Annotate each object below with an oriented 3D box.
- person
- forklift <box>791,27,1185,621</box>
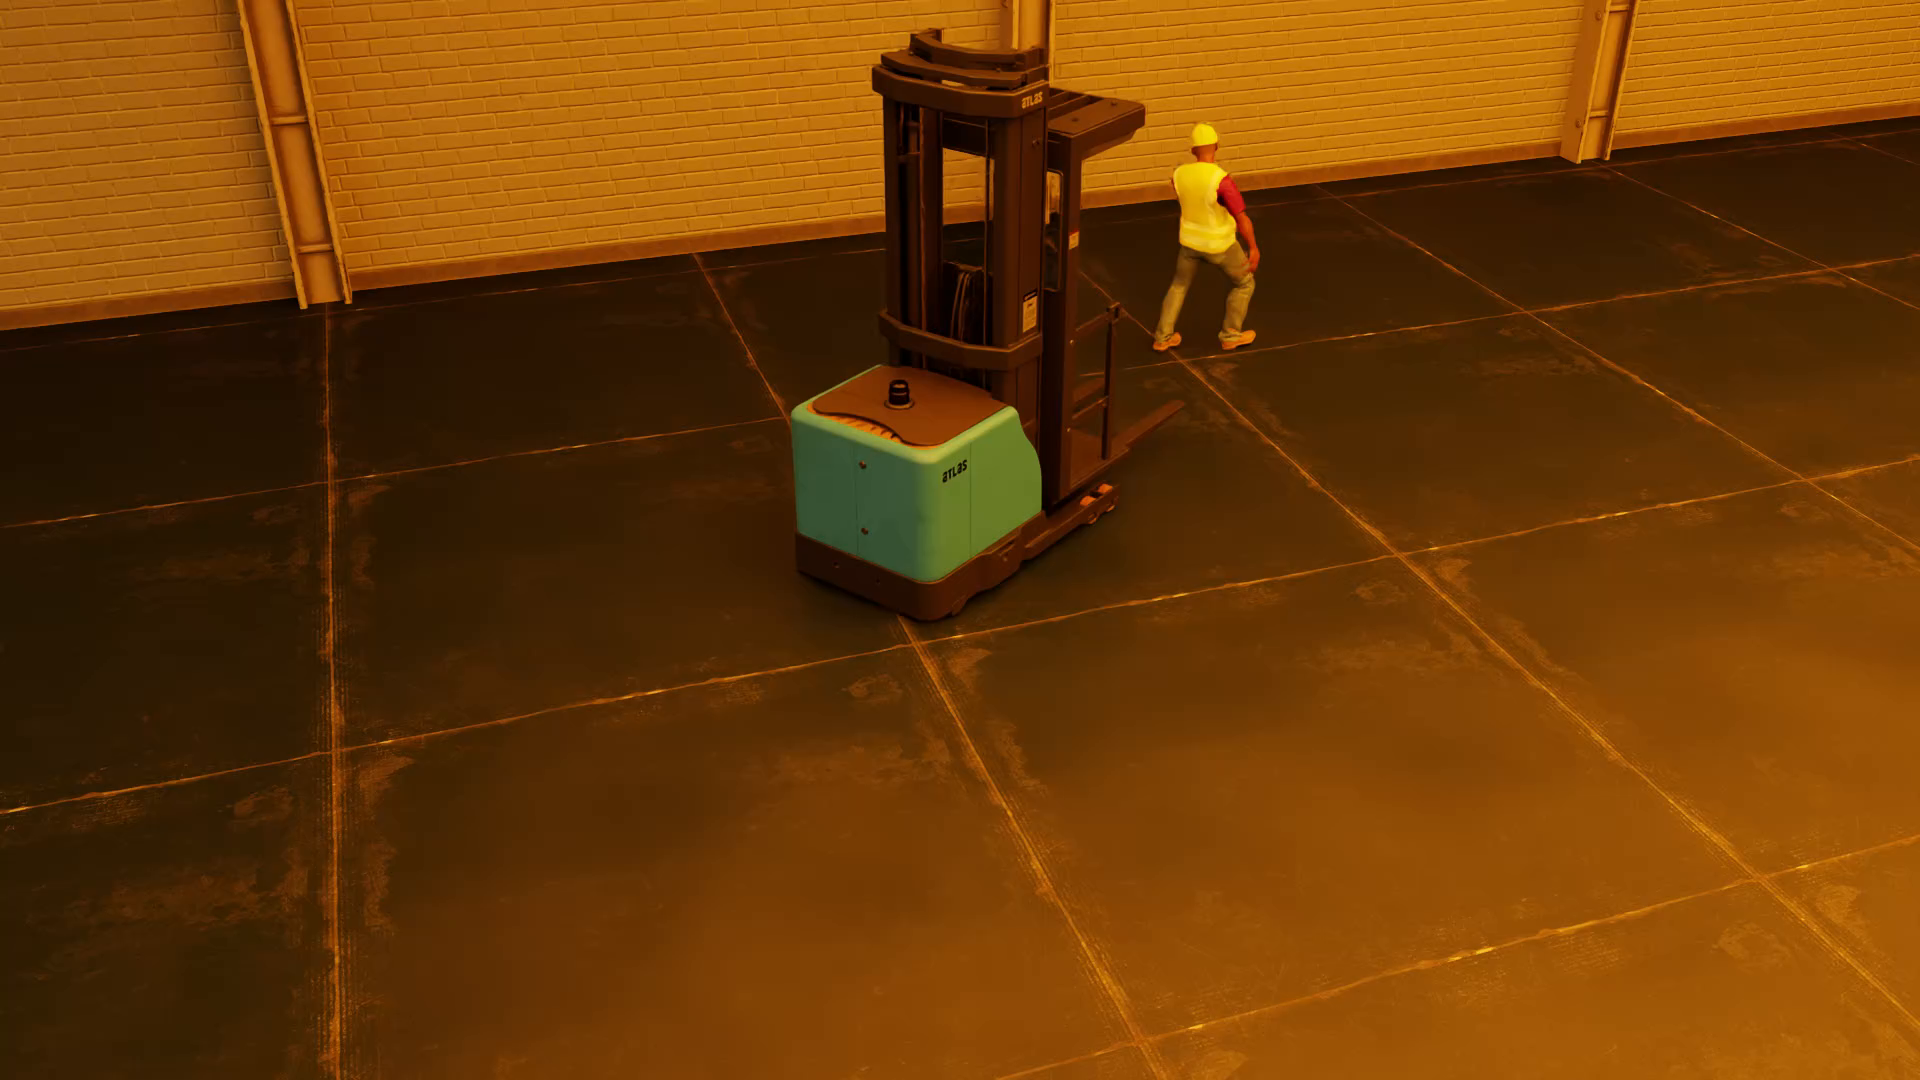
[{"bbox_3d":[1.897,-2.210,12.188,0.753,1.690,0.817,21,36,32],"label":"person"},{"bbox_3d":[0.340,-1.504,9.701,1.130,2.935,3.031,21,36,32],"label":"forklift"}]
